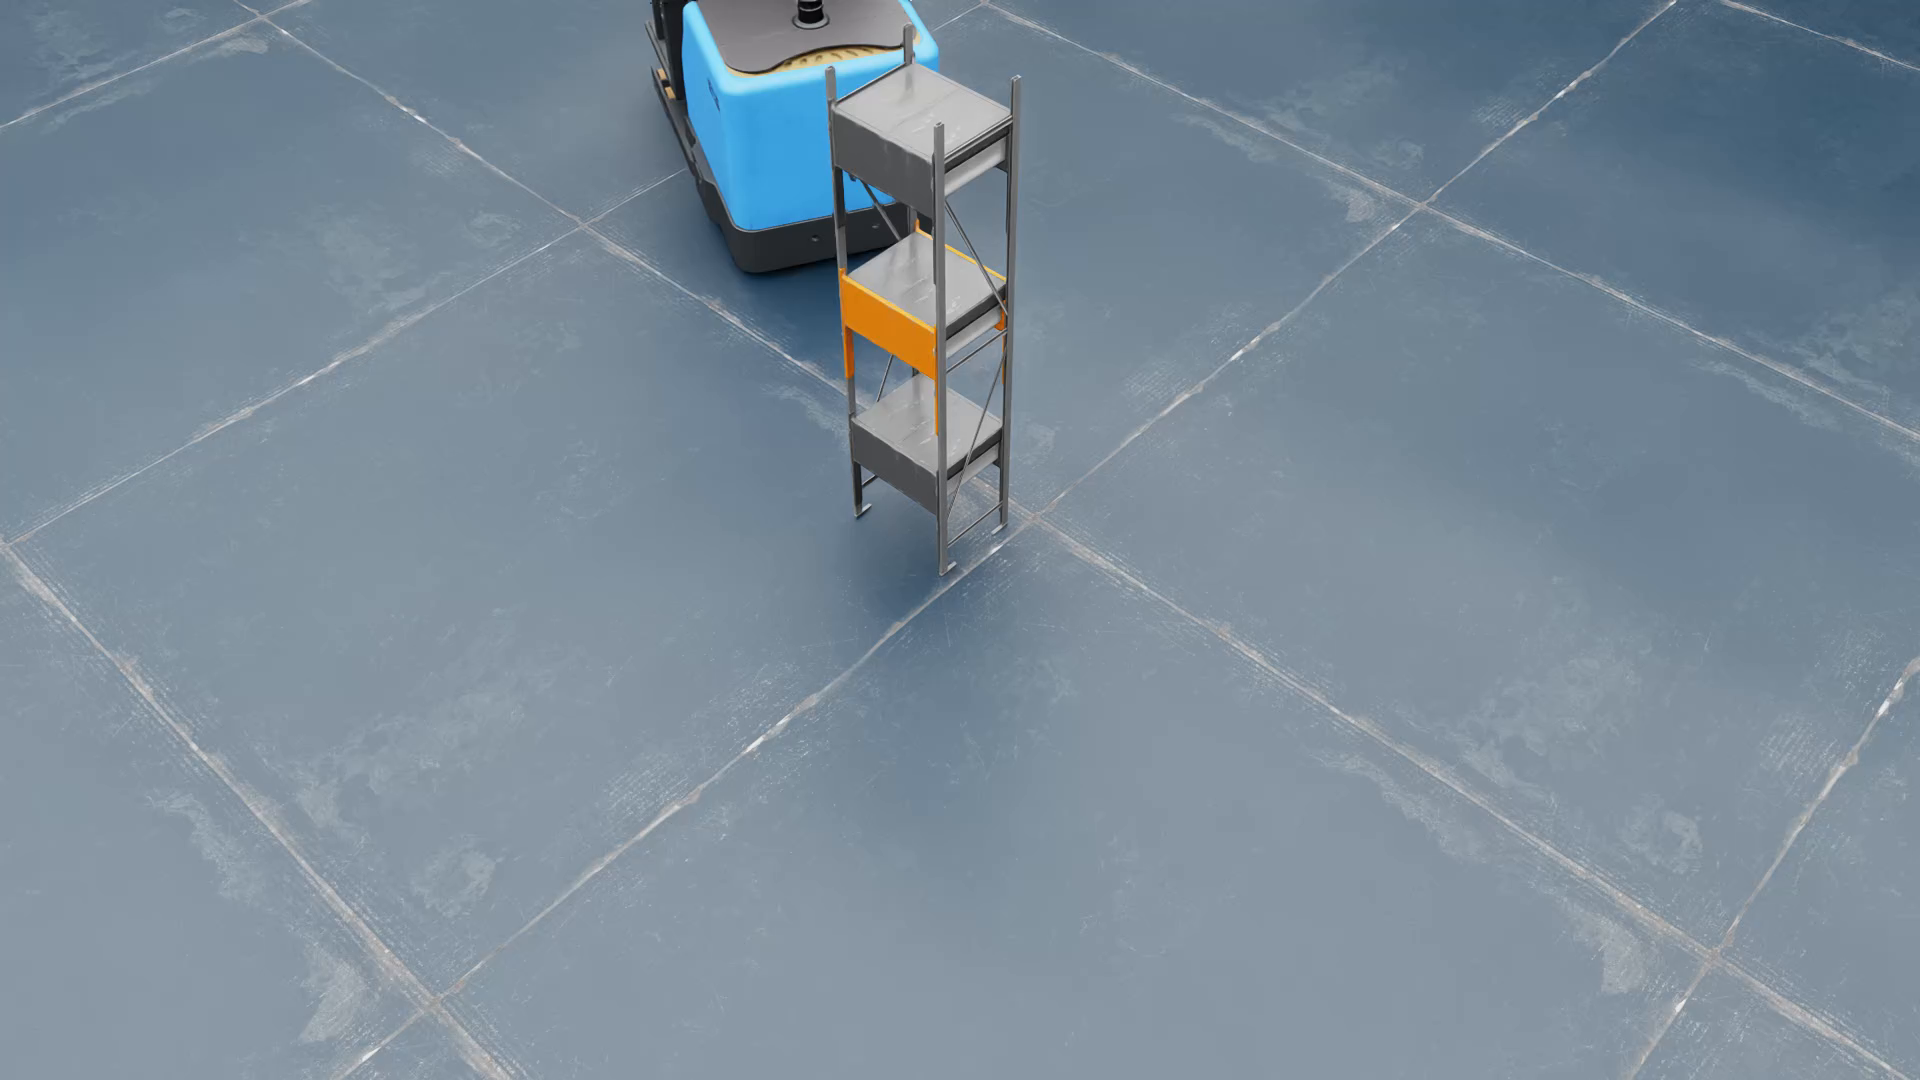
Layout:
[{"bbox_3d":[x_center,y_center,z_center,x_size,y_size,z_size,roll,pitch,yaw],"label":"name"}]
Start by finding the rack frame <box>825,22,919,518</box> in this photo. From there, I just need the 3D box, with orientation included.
[{"bbox_3d":[-0.301,-0.921,6.283,0.015,2.100,0.400,34,55,28],"label":"rack frame"}]

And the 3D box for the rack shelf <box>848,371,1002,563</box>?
[{"bbox_3d":[-0.122,-0.312,6.690,0.480,0.518,0.431,34,55,28],"label":"rack shelf"}]

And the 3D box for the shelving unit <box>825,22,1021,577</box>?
[{"bbox_3d":[-0.122,-0.801,6.170,0.503,2.100,0.431,34,55,28],"label":"shelving unit"}]

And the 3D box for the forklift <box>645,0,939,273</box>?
[{"bbox_3d":[-1.045,-3.379,8.021,1.130,2.935,3.031,-14,48,-13],"label":"forklift"}]

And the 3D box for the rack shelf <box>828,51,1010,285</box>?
[{"bbox_3d":[-0.122,-1.270,5.670,0.480,0.518,0.431,34,55,28],"label":"rack shelf"}]

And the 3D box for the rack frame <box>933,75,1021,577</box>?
[{"bbox_3d":[0.058,-0.680,6.057,0.015,2.100,0.400,34,55,28],"label":"rack frame"}]

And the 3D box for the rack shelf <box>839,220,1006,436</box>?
[{"bbox_3d":[-0.122,-0.791,6.180,0.480,0.518,0.431,34,55,28],"label":"rack shelf"}]
